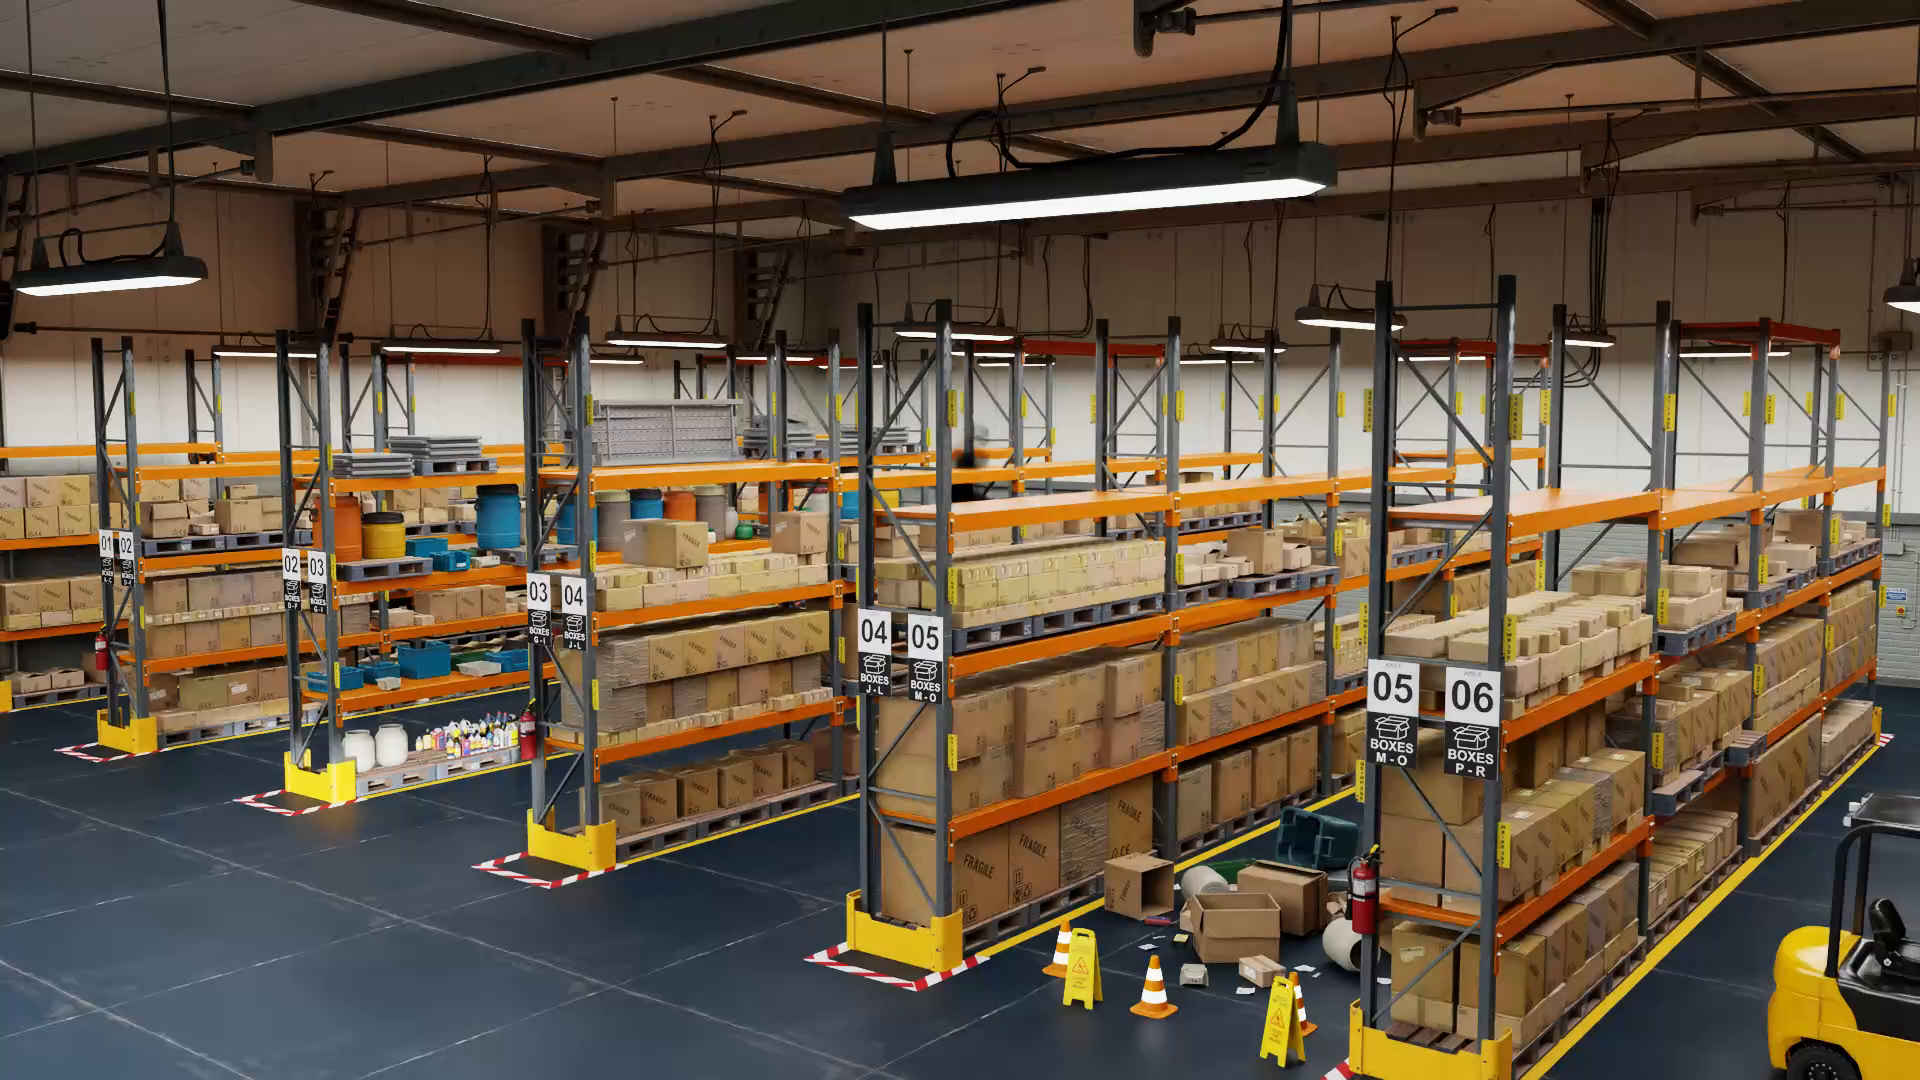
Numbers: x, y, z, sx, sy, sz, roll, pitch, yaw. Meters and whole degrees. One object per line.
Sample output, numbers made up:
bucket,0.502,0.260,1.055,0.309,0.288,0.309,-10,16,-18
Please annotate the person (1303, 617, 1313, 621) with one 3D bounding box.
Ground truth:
person,5.419,2.071,25.956,0.668,1.736,0.683,5,7,44
